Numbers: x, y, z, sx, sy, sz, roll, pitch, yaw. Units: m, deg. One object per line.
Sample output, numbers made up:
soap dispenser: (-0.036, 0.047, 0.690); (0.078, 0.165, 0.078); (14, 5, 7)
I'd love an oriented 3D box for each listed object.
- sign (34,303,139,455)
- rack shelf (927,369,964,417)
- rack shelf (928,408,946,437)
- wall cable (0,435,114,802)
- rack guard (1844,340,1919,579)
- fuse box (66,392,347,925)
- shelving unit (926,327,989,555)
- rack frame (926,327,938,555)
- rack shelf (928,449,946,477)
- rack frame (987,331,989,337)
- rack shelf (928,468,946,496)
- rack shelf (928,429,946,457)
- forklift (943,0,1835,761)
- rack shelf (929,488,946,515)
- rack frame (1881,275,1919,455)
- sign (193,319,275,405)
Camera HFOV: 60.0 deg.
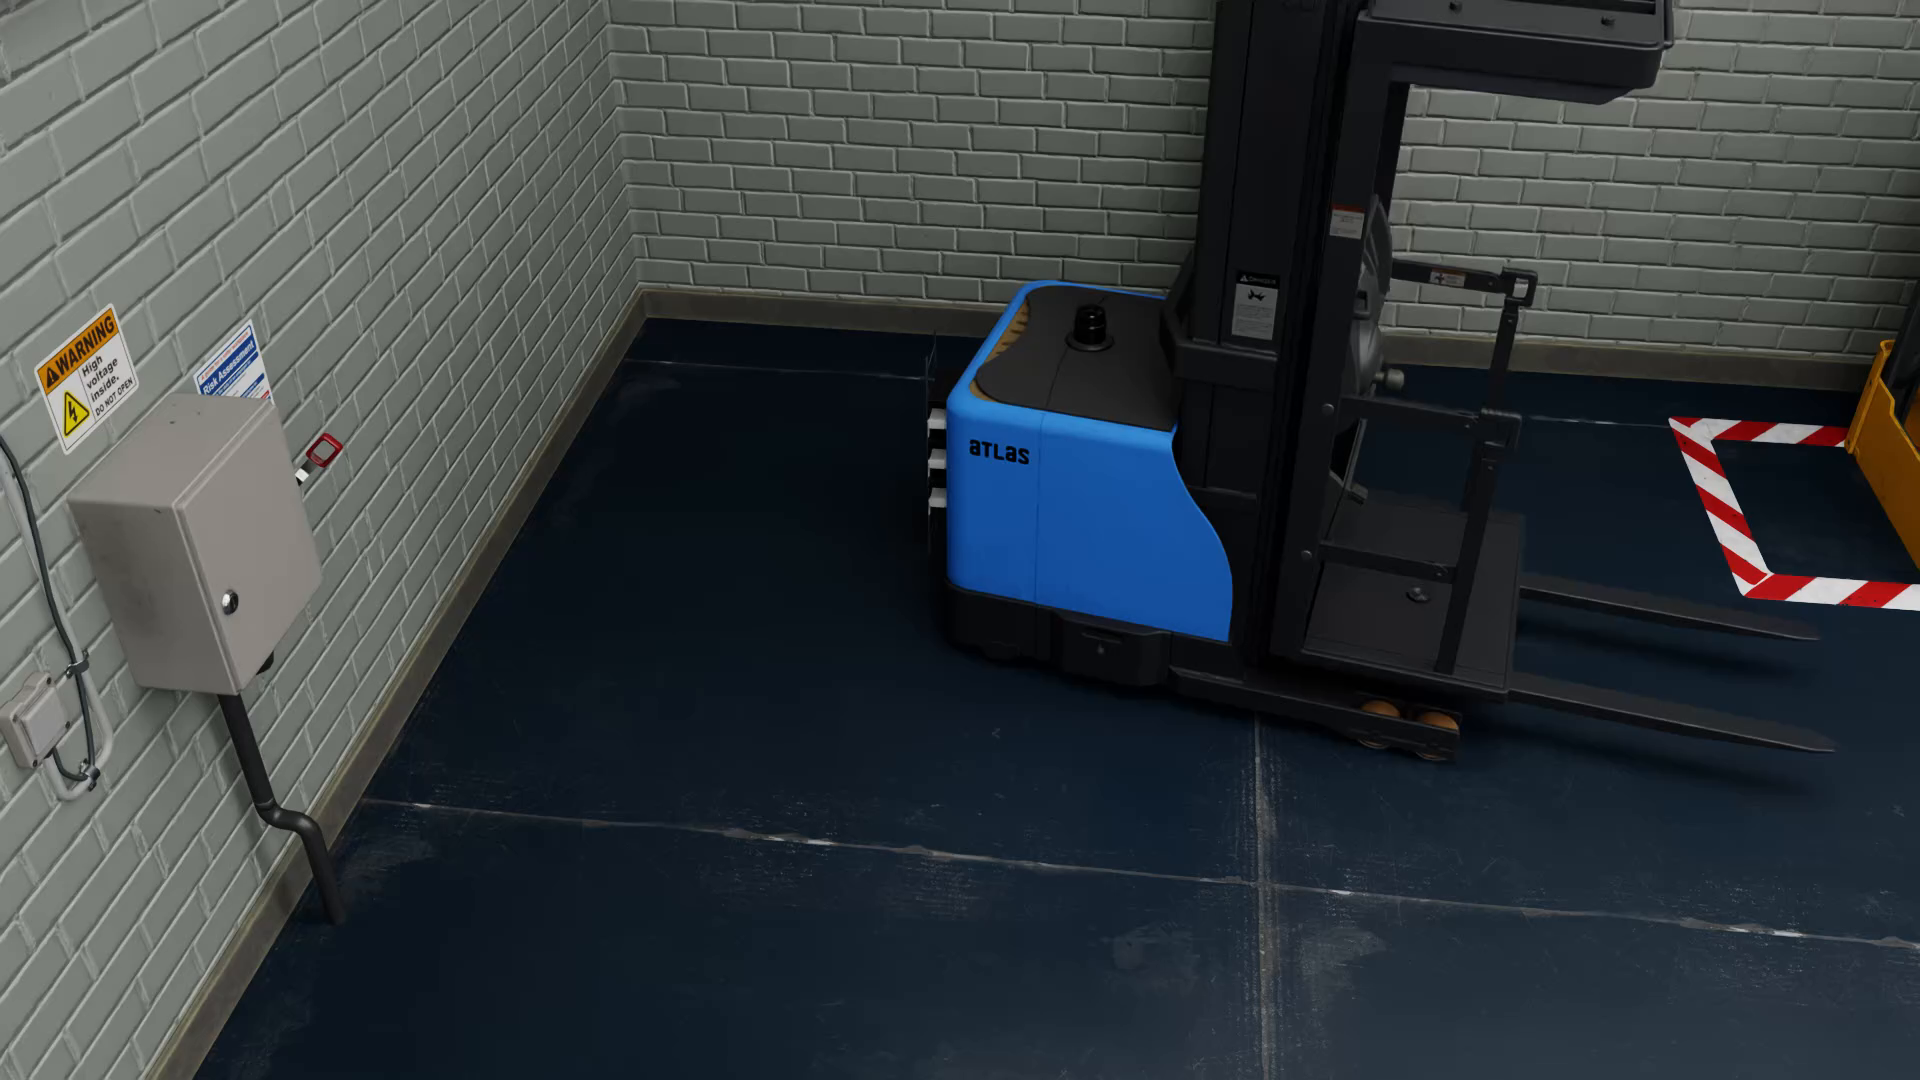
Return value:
sign: (-2.097, -0.390, 4.004); (0.001, 0.242, 0.339); (4, 36, 6)
rack shelf: (-0.008, -0.560, 6.352); (0.200, 0.077, 0.258); (4, 36, 6)
rack shelf: (-0.008, -0.486, 6.404); (0.200, 0.077, 0.258); (4, 36, 6)
wall cable: (-2.128, -0.103, 3.437); (0.122, 1.984, 0.588); (4, 36, 6)
rack guard: (4.003, -0.305, 6.746); (0.348, 0.500, 1.175); (4, 36, 6)
fuse box: (-1.885, 0.454, 4.641); (0.414, 1.711, 0.539); (4, 36, 6)
shelving unit: (-0.008, -0.367, 6.489); (0.210, 0.900, 0.258); (4, 36, 6)
rack frame: (-0.109, -0.374, 6.500); (0.006, 0.900, 0.240); (4, 36, 6)
rack shelf: (-0.008, -0.340, 6.509); (0.200, 0.077, 0.258); (4, 36, 6)
rack frame: (0.093, -0.359, 6.479); (0.006, 0.900, 0.240); (4, 36, 6)
rack shelf: (-0.008, -0.266, 6.561); (0.200, 0.077, 0.258); (4, 36, 6)
rack shelf: (-0.008, -0.413, 6.456); (0.200, 0.077, 0.258); (4, 36, 6)
forklift: (1.512, -0.786, 5.328); (3.031, 2.935, 1.130); (11, 37, 15)
rack shelf: (-0.008, -0.193, 6.613); (0.200, 0.077, 0.258); (4, 36, 6)
rack frame: (3.927, -1.328, 6.028); (0.127, 3.000, 1.000); (4, 36, 6)
sign: (-2.027, -0.332, 4.715); (0.001, 0.494, 0.329); (4, 36, 6)
